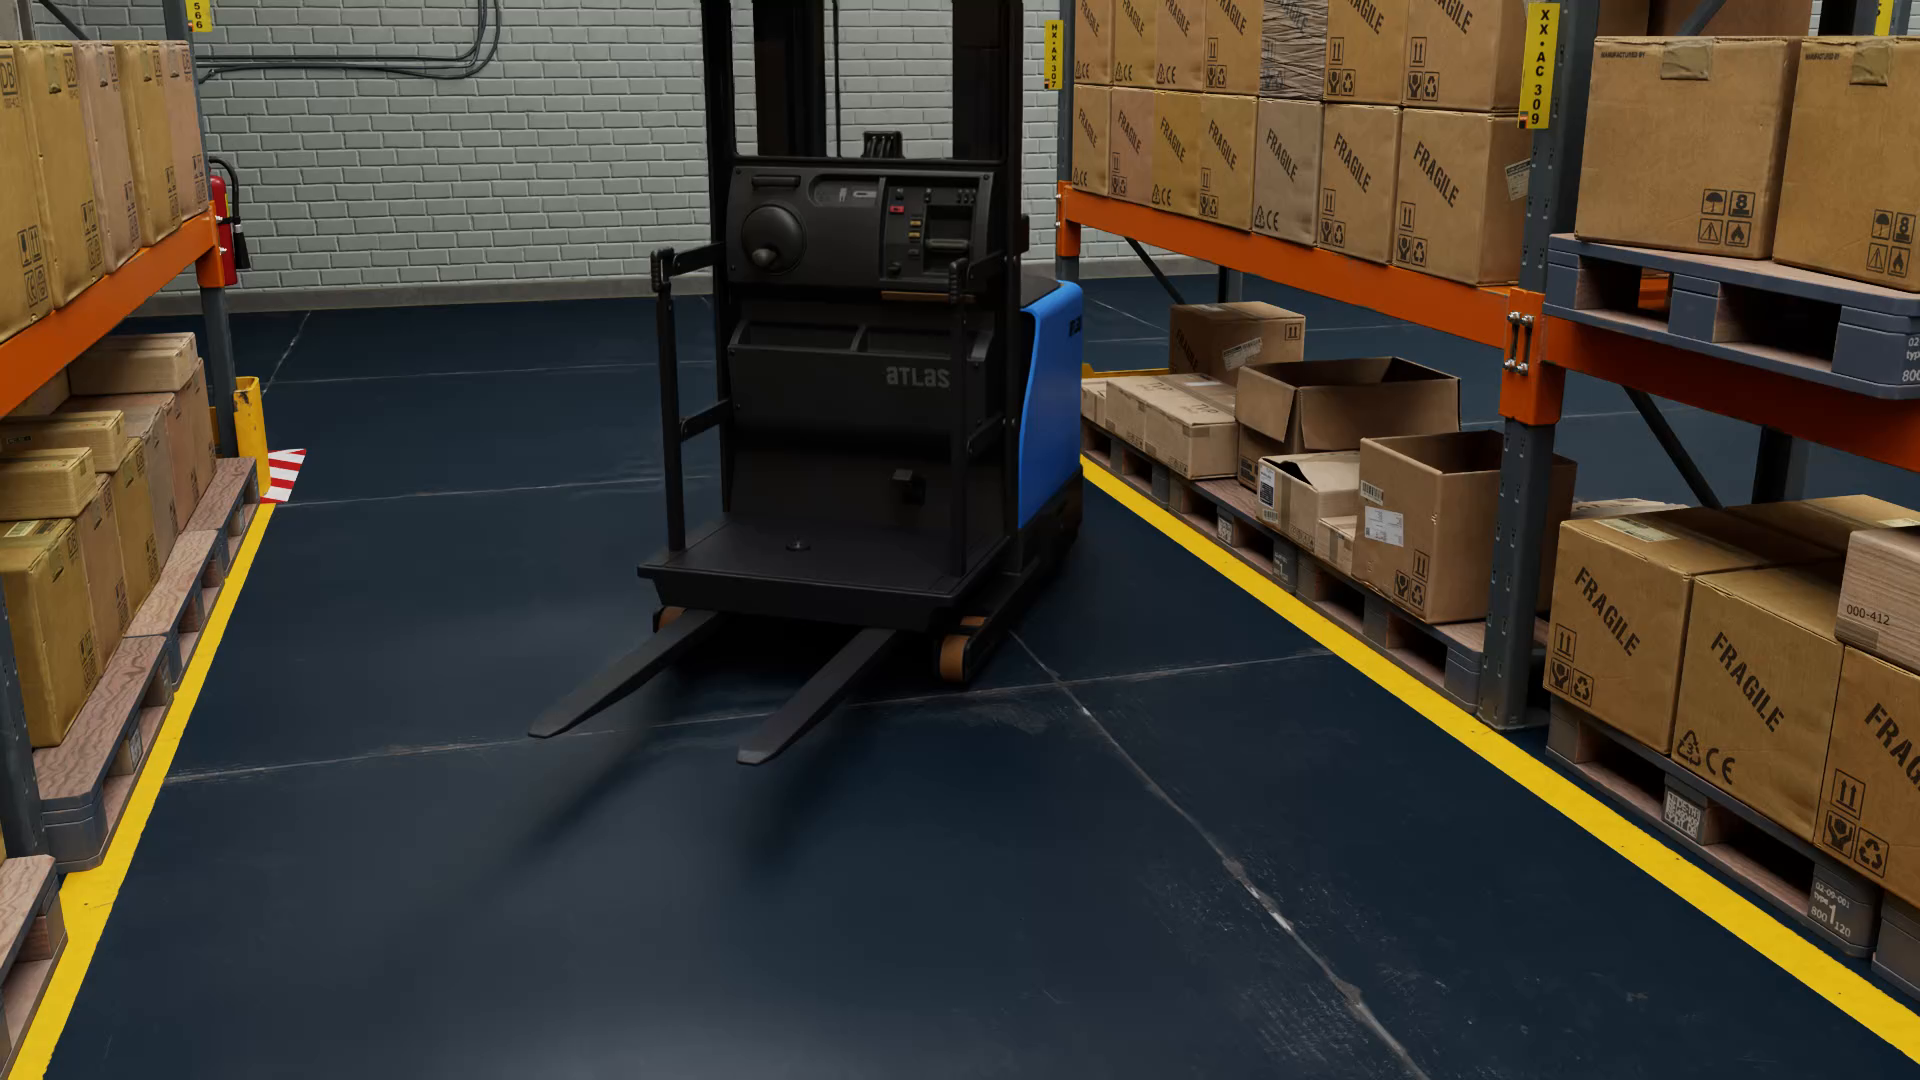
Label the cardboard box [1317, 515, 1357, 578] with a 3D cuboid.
[{"bbox_3d":[1.495,0.012,5.890,0.380,0.149,0.250,-5,17,-15],"label":"cardboard box"}]

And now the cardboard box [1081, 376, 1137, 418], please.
[{"bbox_3d":[0.770,-0.718,8.318,0.380,0.149,0.250,-5,17,-15],"label":"cardboard box"}]

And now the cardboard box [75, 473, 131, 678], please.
[{"bbox_3d":[-2.919,0.126,4.934,0.700,0.500,0.500,-5,17,-16],"label":"cardboard box"}]

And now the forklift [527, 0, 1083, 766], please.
[{"bbox_3d":[-0.403,-1.060,5.387,1.130,2.935,3.031,5,17,16],"label":"forklift"}]

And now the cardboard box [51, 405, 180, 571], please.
[{"bbox_3d":[-3.211,-0.163,5.897,0.700,0.500,0.500,-5,18,-17],"label":"cardboard box"}]

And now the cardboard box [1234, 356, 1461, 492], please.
[{"bbox_3d":[1.564,-0.443,6.788,0.797,0.503,0.637,-5,17,-15],"label":"cardboard box"}]

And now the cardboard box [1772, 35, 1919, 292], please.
[{"bbox_3d":[2.250,-0.824,3.577,0.700,0.500,0.500,-2,17,-6],"label":"cardboard box"}]

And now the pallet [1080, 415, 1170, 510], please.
[{"bbox_3d":[1.227,-0.438,8.044,1.003,0.211,1.213,-5,17,-15],"label":"pallet"}]

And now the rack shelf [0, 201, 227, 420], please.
[{"bbox_3d":[-3.227,-0.725,5.401,1.077,0.370,4.000,-5,17,-15],"label":"rack shelf"}]

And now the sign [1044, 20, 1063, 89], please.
[{"bbox_3d":[0.464,-2.387,8.179,0.100,0.325,0.005,-5,17,-15],"label":"sign"}]

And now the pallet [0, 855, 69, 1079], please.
[{"bbox_3d":[-2.392,1.027,3.167,1.003,0.211,1.213,-5,17,-15],"label":"pallet"}]

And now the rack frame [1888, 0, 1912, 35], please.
[{"bbox_3d":[5.749,-2.406,9.747,1.000,3.000,0.127,-5,17,-15],"label":"rack frame"}]

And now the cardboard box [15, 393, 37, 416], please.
[{"bbox_3d":[-3.364,-0.420,5.623,0.380,0.149,0.250,-5,17,-15],"label":"cardboard box"}]

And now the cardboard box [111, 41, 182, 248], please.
[{"bbox_3d":[-3.416,-1.426,5.962,0.980,0.700,0.700,-5,17,-16],"label":"cardboard box"}]

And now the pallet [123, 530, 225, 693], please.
[{"bbox_3d":[-3.150,0.265,5.704,1.003,0.211,1.213,-5,17,-15],"label":"pallet"}]

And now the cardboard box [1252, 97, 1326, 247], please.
[{"bbox_3d":[1.414,-1.359,6.089,0.500,0.500,0.500,-4,17,-14],"label":"cardboard box"}]

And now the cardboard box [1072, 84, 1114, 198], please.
[{"bbox_3d":[0.854,-1.920,7.954,0.500,0.500,0.500,-4,17,-14],"label":"cardboard box"}]

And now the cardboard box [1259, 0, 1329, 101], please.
[{"bbox_3d":[1.415,-1.836,5.938,0.500,0.500,0.500,-5,17,-15],"label":"cardboard box"}]

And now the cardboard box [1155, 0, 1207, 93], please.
[{"bbox_3d":[1.138,-2.116,6.869,0.500,0.500,0.500,-4,17,-14],"label":"cardboard box"}]

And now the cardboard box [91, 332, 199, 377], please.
[{"bbox_3d":[-3.277,-0.730,6.657,0.380,0.149,0.250,-5,17,-16],"label":"cardboard box"}]

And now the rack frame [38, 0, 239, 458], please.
[{"bbox_3d":[-3.776,-1.623,7.140,1.000,3.000,0.127,-5,17,-15],"label":"rack frame"}]

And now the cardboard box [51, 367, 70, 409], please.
[{"bbox_3d":[-3.506,-0.561,6.093,0.380,0.149,0.250,-5,17,-15],"label":"cardboard box"}]

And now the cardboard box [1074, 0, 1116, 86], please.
[{"bbox_3d":[0.854,-2.398,7.811,0.500,0.500,0.500,-4,17,-14],"label":"cardboard box"}]

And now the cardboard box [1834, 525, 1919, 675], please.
[{"bbox_3d":[2.258,0.148,3.521,0.500,0.250,0.500,-5,17,-15],"label":"cardboard box"}]

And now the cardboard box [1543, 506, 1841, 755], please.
[{"bbox_3d":[1.984,0.231,4.550,0.500,0.500,0.500,-6,18,-18],"label":"cardboard box"}]

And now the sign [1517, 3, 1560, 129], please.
[{"bbox_3d":[1.565,-1.278,4.489,0.100,0.325,0.005,-5,17,-15],"label":"sign"}]

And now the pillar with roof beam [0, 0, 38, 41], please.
[{"bbox_3d":[-1.211,-5.515,9.668,9.100,9.000,0.400,-5,17,-15],"label":"pillar with roof beam"}]

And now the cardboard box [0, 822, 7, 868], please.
[{"bbox_3d":[-2.373,0.482,3.141,0.750,0.750,0.750,-4,17,-15],"label":"cardboard box"}]

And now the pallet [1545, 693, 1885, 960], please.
[{"bbox_3d":[2.345,0.649,4.426,1.003,0.211,1.213,-5,17,-15],"label":"pallet"}]

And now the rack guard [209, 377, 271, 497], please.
[{"bbox_3d":[-3.783,-0.432,7.521,1.175,0.500,0.348,-5,17,-15],"label":"rack guard"}]

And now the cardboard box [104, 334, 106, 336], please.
[{"bbox_3d":[-3.714,-0.770,6.790,0.380,0.149,0.250,-5,17,-15],"label":"cardboard box"}]

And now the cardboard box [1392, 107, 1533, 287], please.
[{"bbox_3d":[1.701,-1.075,5.142,0.500,0.500,0.500,-4,17,-14],"label":"cardboard box"}]

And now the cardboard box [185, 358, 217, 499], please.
[{"bbox_3d":[-3.488,-0.441,6.820,0.700,0.500,0.500,-5,17,-15],"label":"cardboard box"}]

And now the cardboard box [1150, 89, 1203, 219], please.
[{"bbox_3d":[1.136,-1.638,7.018,0.500,0.500,0.500,-5,17,-15],"label":"cardboard box"}]

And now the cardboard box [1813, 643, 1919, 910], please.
[{"bbox_3d":[2.271,0.516,3.600,0.500,0.500,0.500,-4,17,-15],"label":"cardboard box"}]

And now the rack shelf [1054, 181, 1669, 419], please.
[{"bbox_3d":[1.535,-1.117,6.709,1.077,0.370,4.000,-5,17,-15],"label":"rack shelf"}]

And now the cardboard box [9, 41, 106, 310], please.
[{"bbox_3d":[-3.006,-1.013,4.590,0.980,0.700,0.700,-5,17,-17],"label":"cardboard box"}]

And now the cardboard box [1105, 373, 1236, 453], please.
[{"bbox_3d":[1.000,-0.598,7.743,0.500,0.250,0.500,-5,17,-15],"label":"cardboard box"}]

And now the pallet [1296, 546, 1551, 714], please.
[{"bbox_3d":[1.897,0.237,5.797,1.003,0.211,1.213,-5,17,-15],"label":"pallet"}]

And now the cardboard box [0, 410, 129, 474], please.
[{"bbox_3d":[-2.846,-0.299,5.222,0.380,0.149,0.250,-5,17,-17],"label":"cardboard box"}]

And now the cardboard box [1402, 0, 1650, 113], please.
[{"bbox_3d":[1.697,-1.555,5.003,0.500,0.500,0.500,-5,17,-15],"label":"cardboard box"}]

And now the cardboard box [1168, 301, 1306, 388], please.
[{"bbox_3d":[1.372,-0.898,8.307,0.500,0.500,0.500,-5,17,-15],"label":"cardboard box"}]
